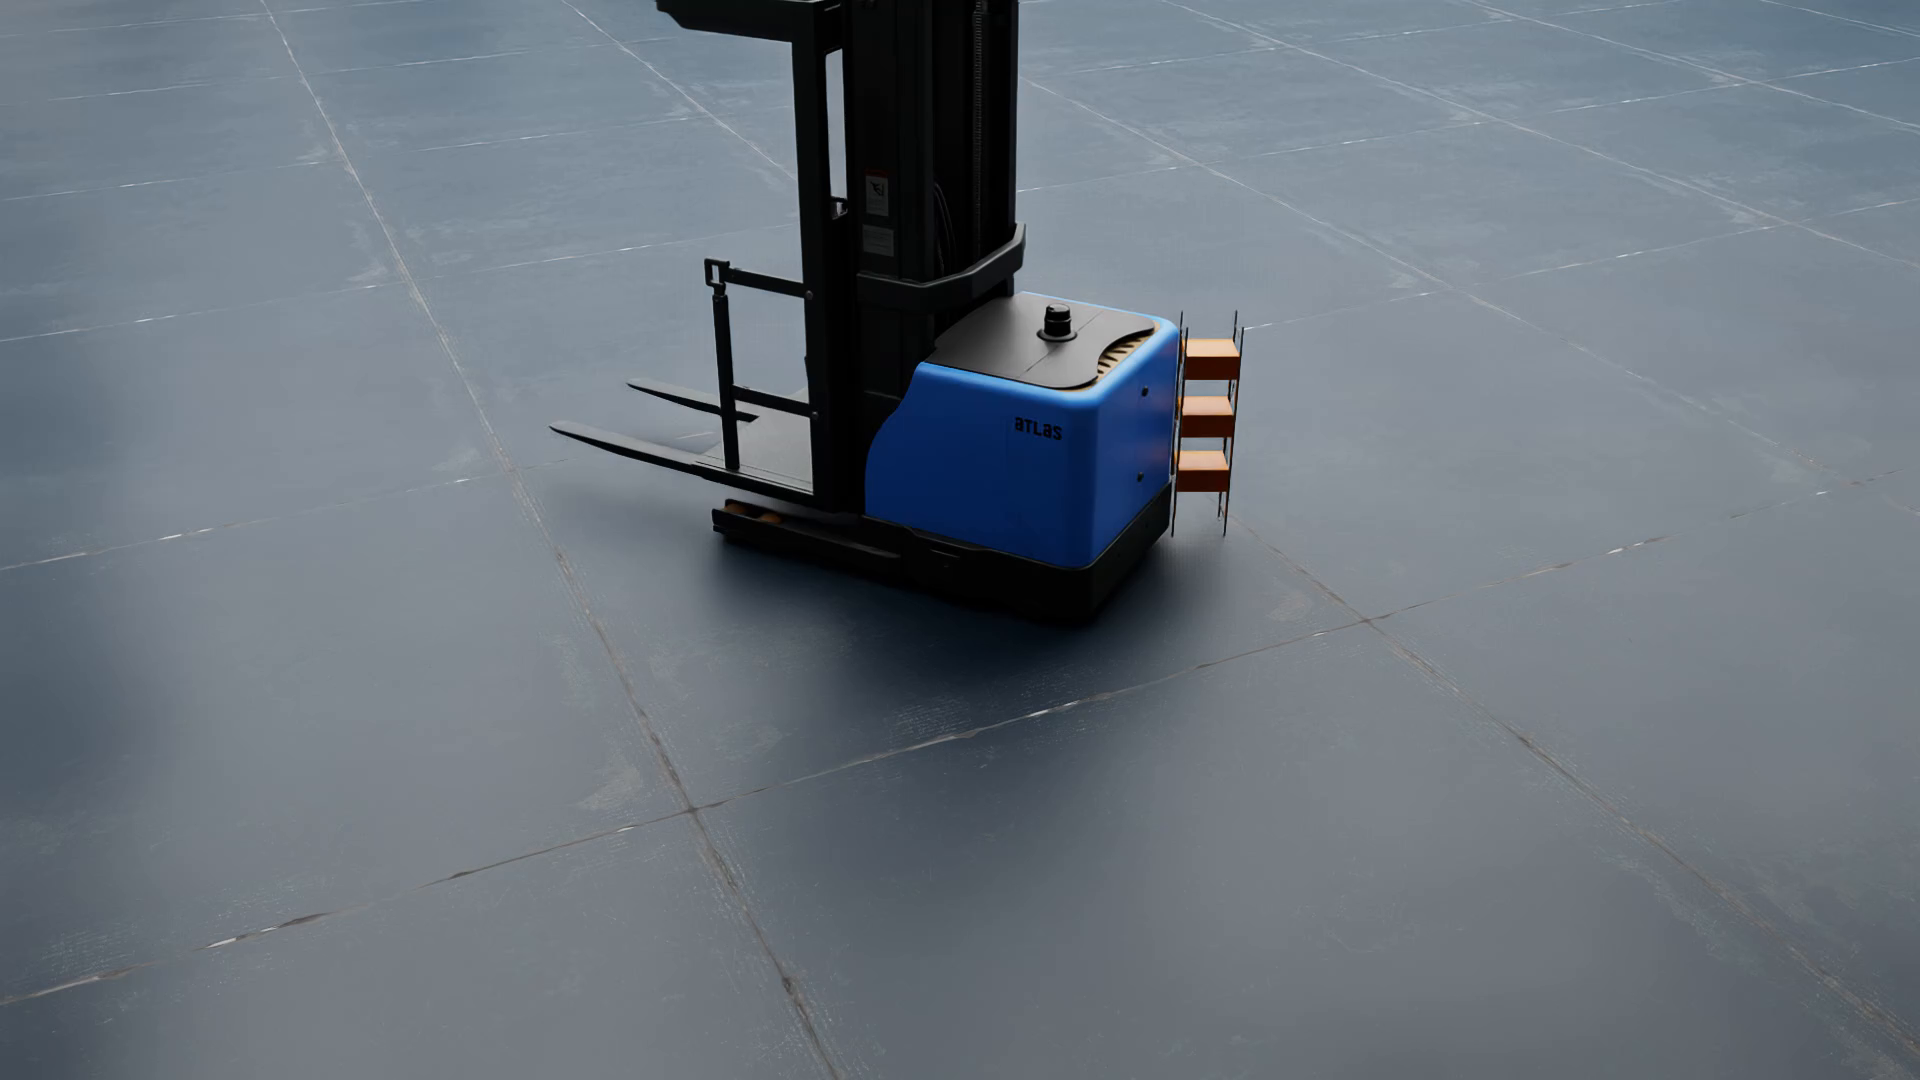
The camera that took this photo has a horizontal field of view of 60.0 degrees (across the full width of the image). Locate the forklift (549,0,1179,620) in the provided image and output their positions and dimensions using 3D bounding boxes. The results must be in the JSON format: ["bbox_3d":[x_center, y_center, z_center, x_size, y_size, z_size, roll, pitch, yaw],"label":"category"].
[{"bbox_3d":[-0.569,-1.443,7.327,3.031,2.935,1.130,15,33,25],"label":"forklift"}]

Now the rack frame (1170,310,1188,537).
[{"bbox_3d":[0.993,-0.521,7.606,0.008,1.050,0.200,0,29,-1],"label":"rack frame"}]

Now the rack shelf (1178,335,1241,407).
[{"bbox_3d":[1.115,-0.760,7.474,0.240,0.259,0.215,0,29,-1],"label":"rack shelf"}]

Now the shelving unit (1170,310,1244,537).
[{"bbox_3d":[1.115,-0.522,7.607,0.252,1.050,0.215,0,29,-1],"label":"shelving unit"}]

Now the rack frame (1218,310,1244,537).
[{"bbox_3d":[1.237,-0.523,7.609,0.008,1.050,0.200,0,29,-1],"label":"rack frame"}]

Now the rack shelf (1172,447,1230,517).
[{"bbox_3d":[1.115,-0.270,7.748,0.240,0.259,0.215,0,29,-1],"label":"rack shelf"}]

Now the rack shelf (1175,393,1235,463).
[{"bbox_3d":[1.115,-0.513,7.612,0.240,0.259,0.215,0,29,-1],"label":"rack shelf"}]
